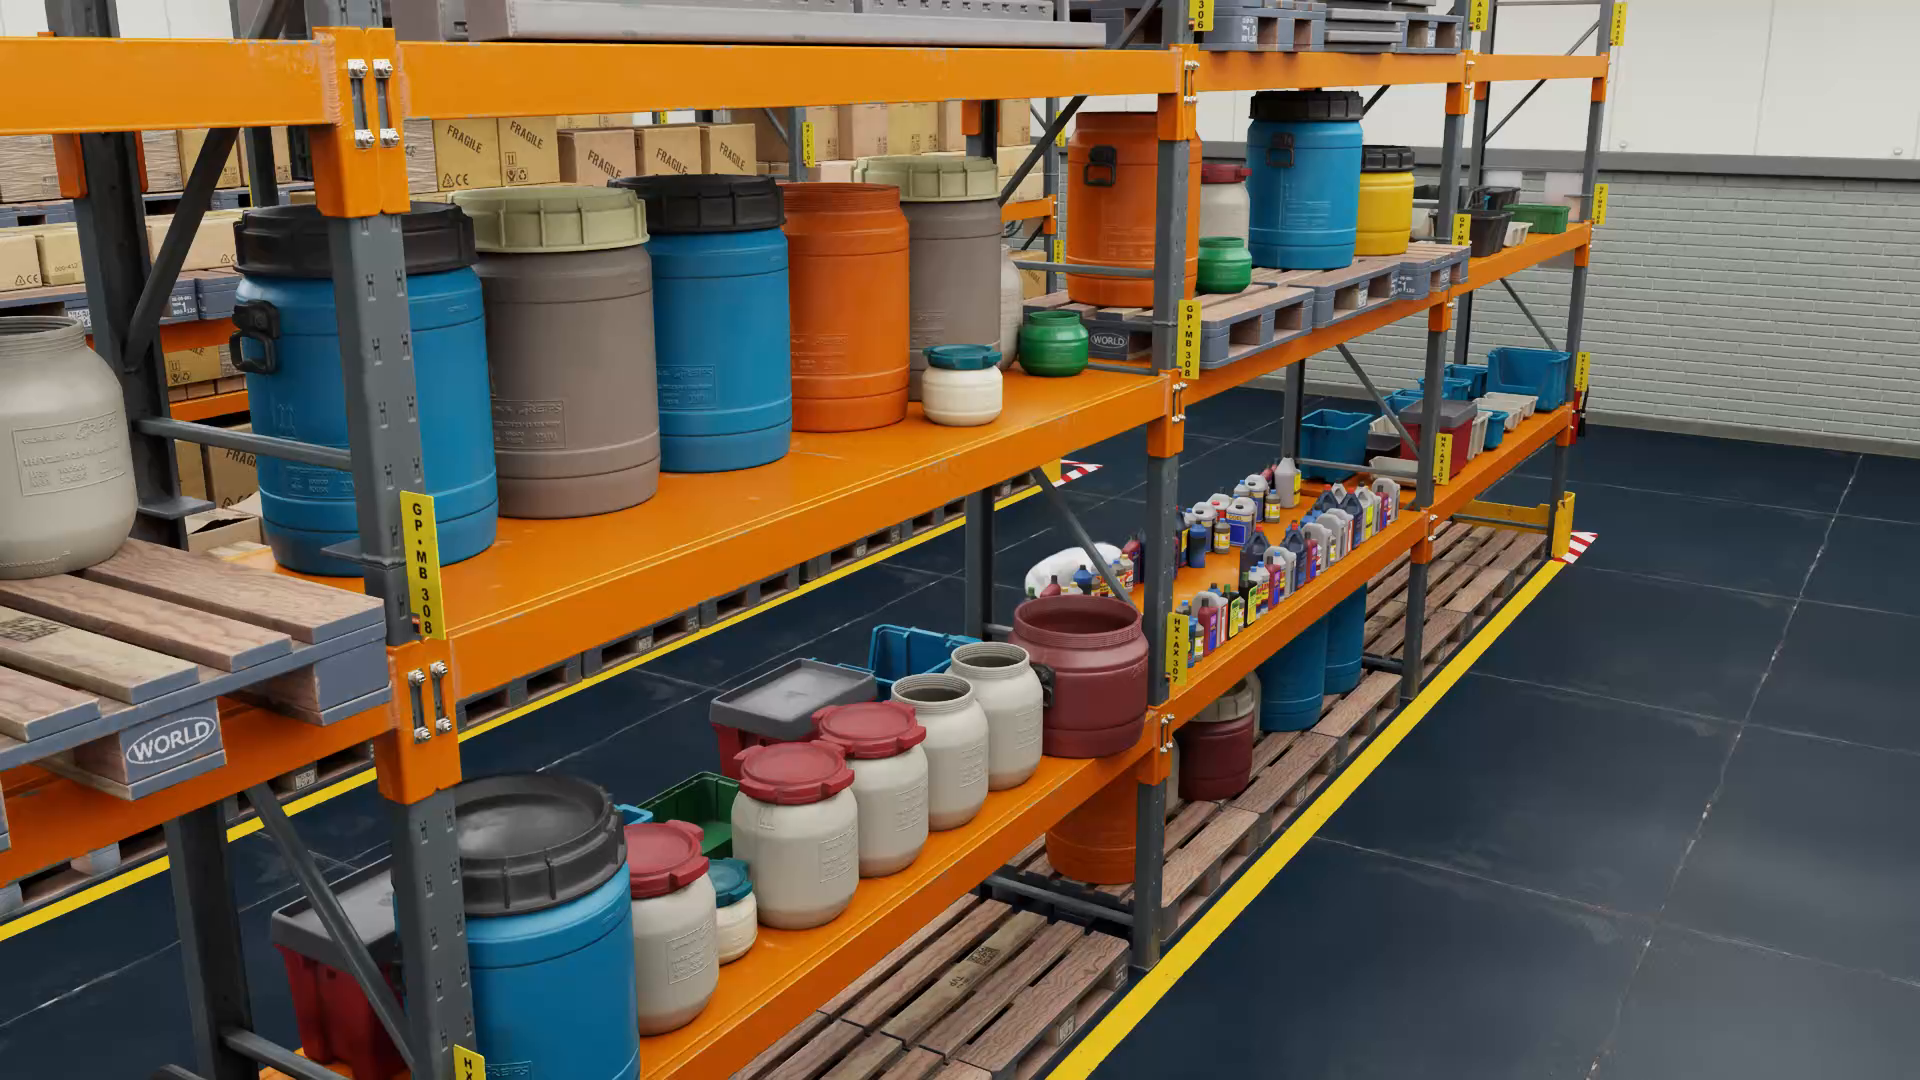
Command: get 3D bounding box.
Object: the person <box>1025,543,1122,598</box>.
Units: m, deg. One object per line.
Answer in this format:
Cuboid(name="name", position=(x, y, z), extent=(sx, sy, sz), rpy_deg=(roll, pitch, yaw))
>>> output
Cuboid(name="person", position=(0.947, 0.423, 11.892), extent=(0.944, 0.860, 0.534), rpy_deg=(9, 18, 29))
